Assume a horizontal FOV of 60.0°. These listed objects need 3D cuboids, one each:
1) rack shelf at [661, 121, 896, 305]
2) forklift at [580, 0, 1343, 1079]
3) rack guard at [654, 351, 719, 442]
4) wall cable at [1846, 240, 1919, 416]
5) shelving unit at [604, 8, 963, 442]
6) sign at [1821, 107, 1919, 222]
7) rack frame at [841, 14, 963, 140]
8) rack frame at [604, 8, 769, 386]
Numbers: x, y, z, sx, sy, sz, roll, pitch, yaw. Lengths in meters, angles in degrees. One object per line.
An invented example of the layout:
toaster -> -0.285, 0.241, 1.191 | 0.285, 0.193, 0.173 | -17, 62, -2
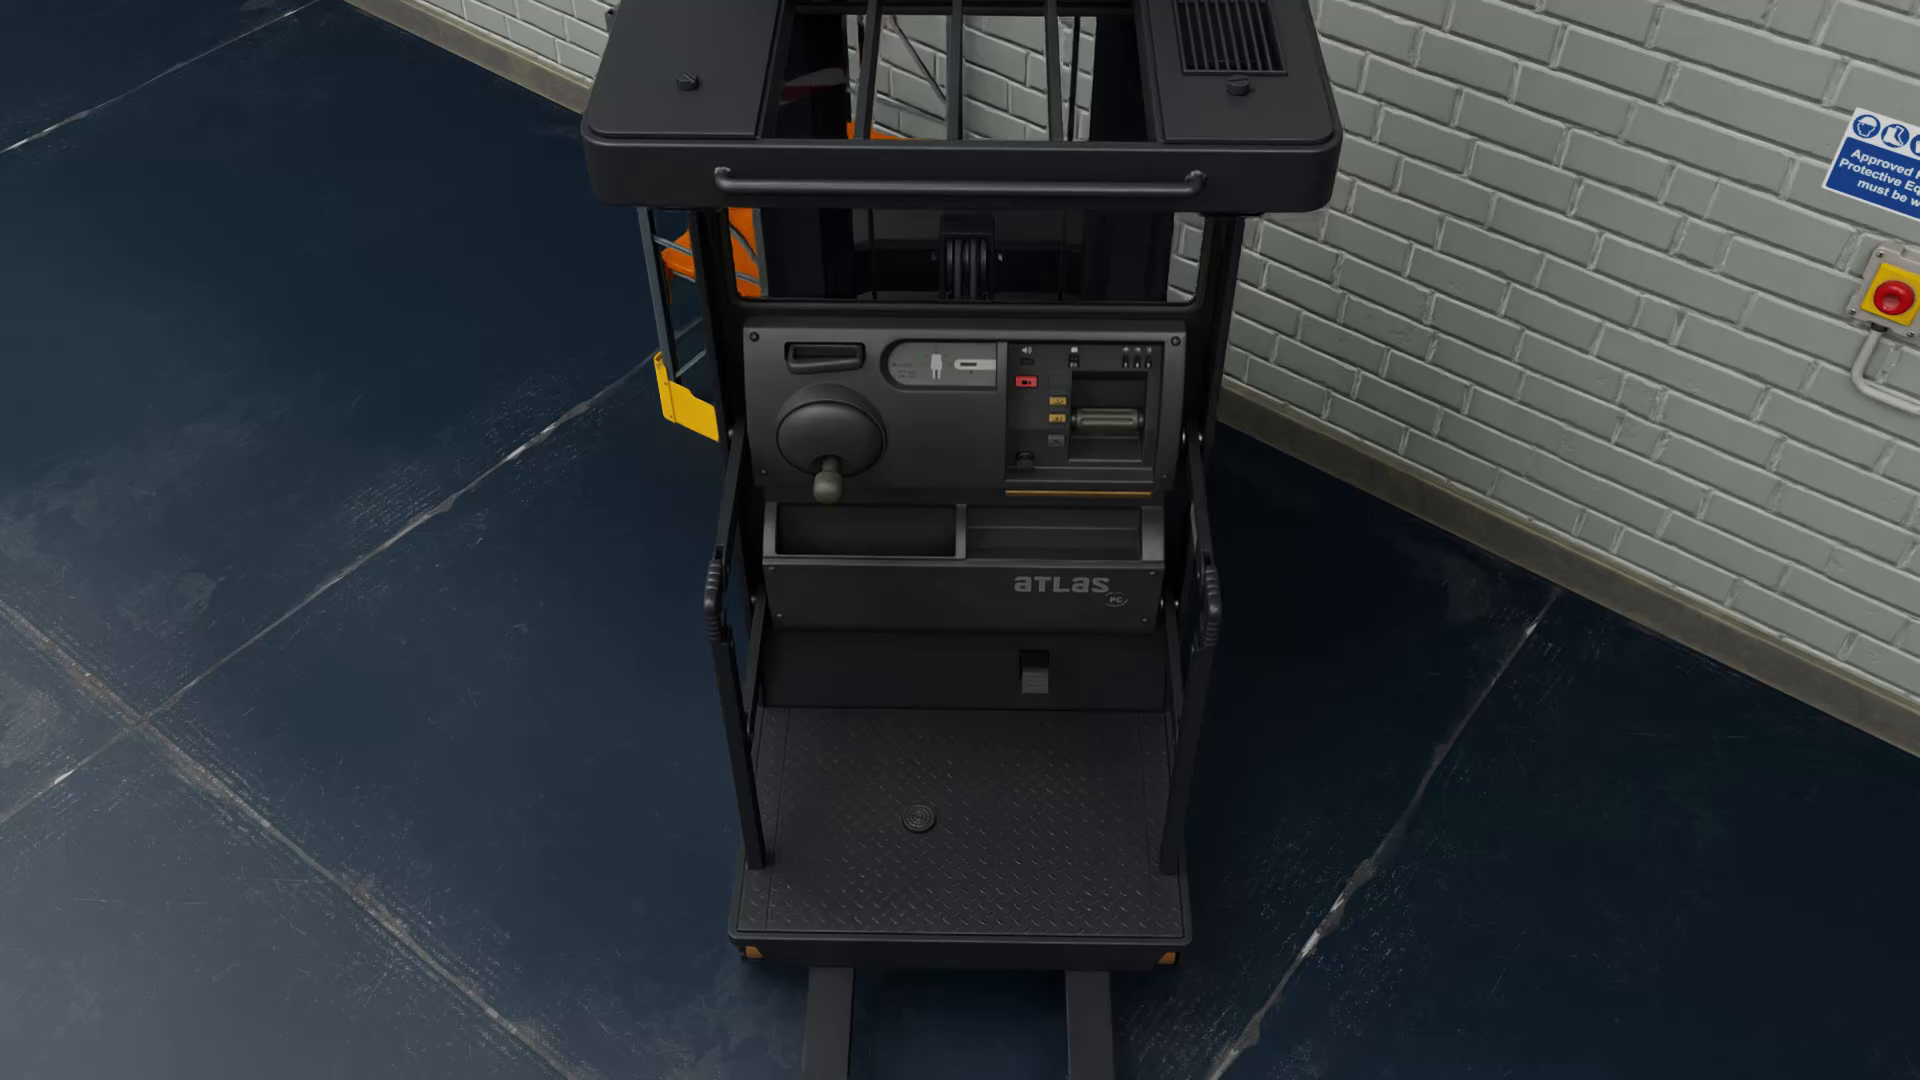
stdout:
rack shelf -> -0.484, -1.025, 5.440 | 0.538, 0.185, 1.000 | 25, 51, 22
forklift -> 0.008, -0.177, 3.392 | 1.130, 2.935, 3.031 | 1, 46, 1
rack guard -> -0.748, -0.419, 5.478 | 0.587, 0.250, 0.087 | 25, 51, 22
wall cable -> 2.168, -1.049, 3.454 | 0.585, 1.953, 0.123 | 29, 53, 25
shelving unit -> -0.479, -1.155, 5.316 | 0.587, 1.500, 1.083 | 25, 51, 22
sign -> 2.167, -0.837, 3.788 | 0.327, 0.218, 0.001 | 29, 53, 25
rack frame -> -0.210, -1.459, 5.606 | 0.500, 1.500, 0.032 | 25, 51, 22
rack frame -> -0.758, -0.839, 5.015 | 0.500, 1.500, 0.032 | 25, 51, 22
